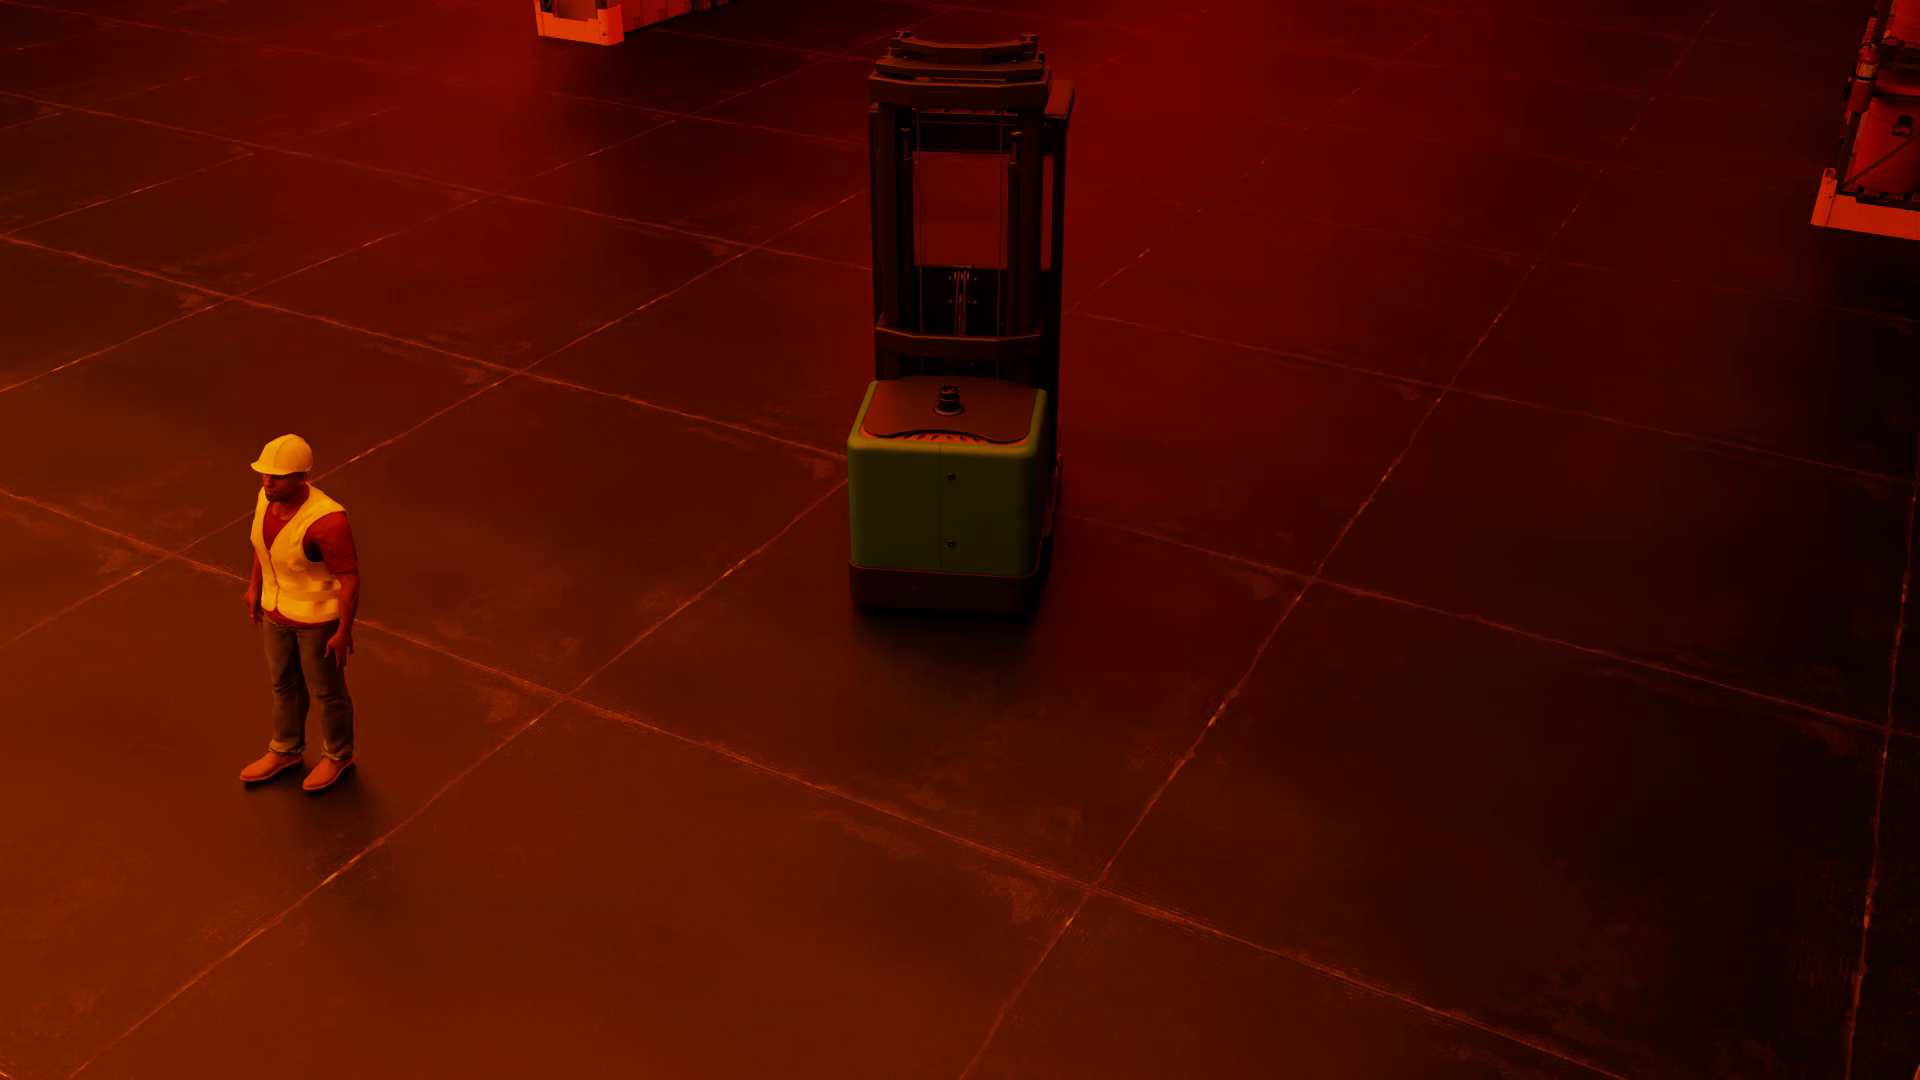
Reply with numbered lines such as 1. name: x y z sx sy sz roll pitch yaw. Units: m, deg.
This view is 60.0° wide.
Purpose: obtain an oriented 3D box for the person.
1. person: -3.056 0.357 7.603 0.665 1.765 0.577 17 34 27

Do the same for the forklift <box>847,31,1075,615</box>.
1. forklift: 0.072 -1.572 9.794 1.130 2.935 3.031 3 30 6
